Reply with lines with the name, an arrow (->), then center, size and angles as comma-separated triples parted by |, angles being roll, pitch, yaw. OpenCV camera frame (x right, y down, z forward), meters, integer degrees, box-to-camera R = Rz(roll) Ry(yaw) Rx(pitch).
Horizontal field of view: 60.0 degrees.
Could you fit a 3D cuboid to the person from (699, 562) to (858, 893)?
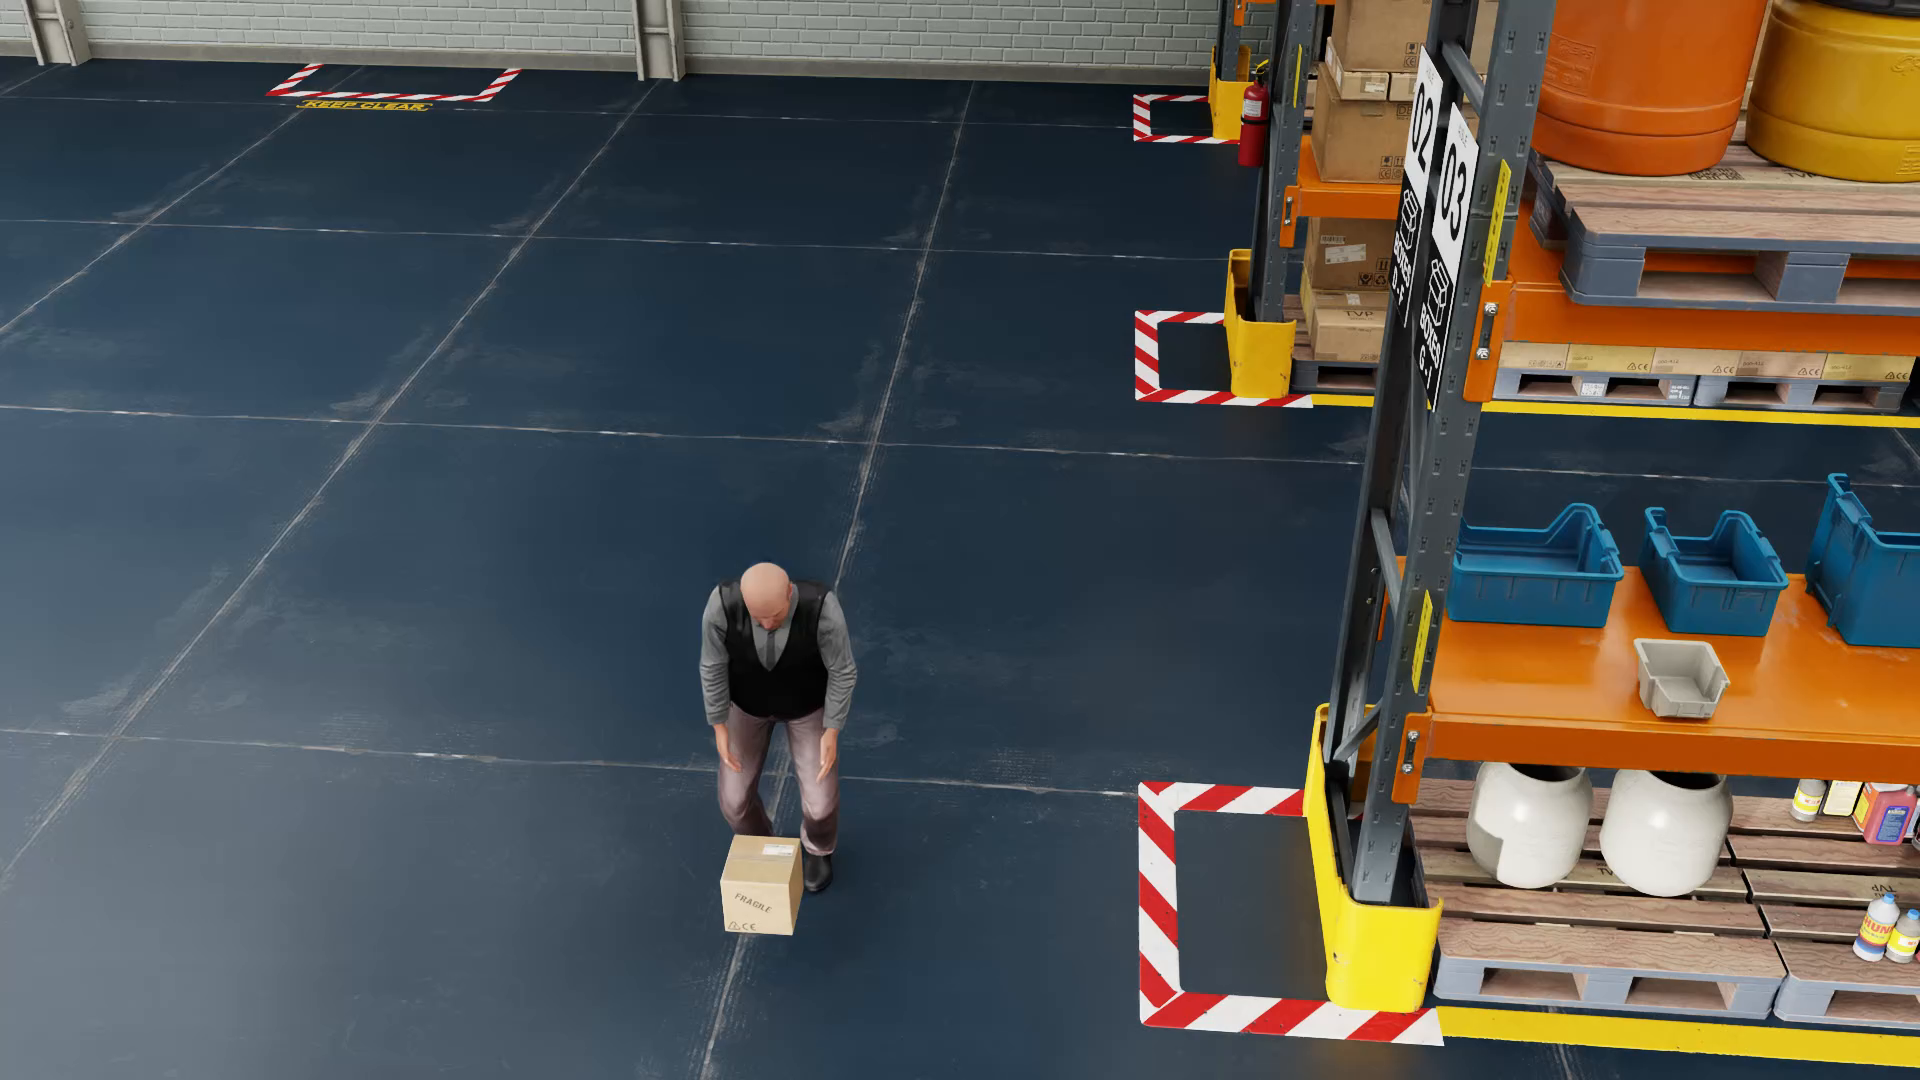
person -> -0.661, 0.654, 6.266 | 0.583, 1.560, 0.579 | 3, 32, 5
